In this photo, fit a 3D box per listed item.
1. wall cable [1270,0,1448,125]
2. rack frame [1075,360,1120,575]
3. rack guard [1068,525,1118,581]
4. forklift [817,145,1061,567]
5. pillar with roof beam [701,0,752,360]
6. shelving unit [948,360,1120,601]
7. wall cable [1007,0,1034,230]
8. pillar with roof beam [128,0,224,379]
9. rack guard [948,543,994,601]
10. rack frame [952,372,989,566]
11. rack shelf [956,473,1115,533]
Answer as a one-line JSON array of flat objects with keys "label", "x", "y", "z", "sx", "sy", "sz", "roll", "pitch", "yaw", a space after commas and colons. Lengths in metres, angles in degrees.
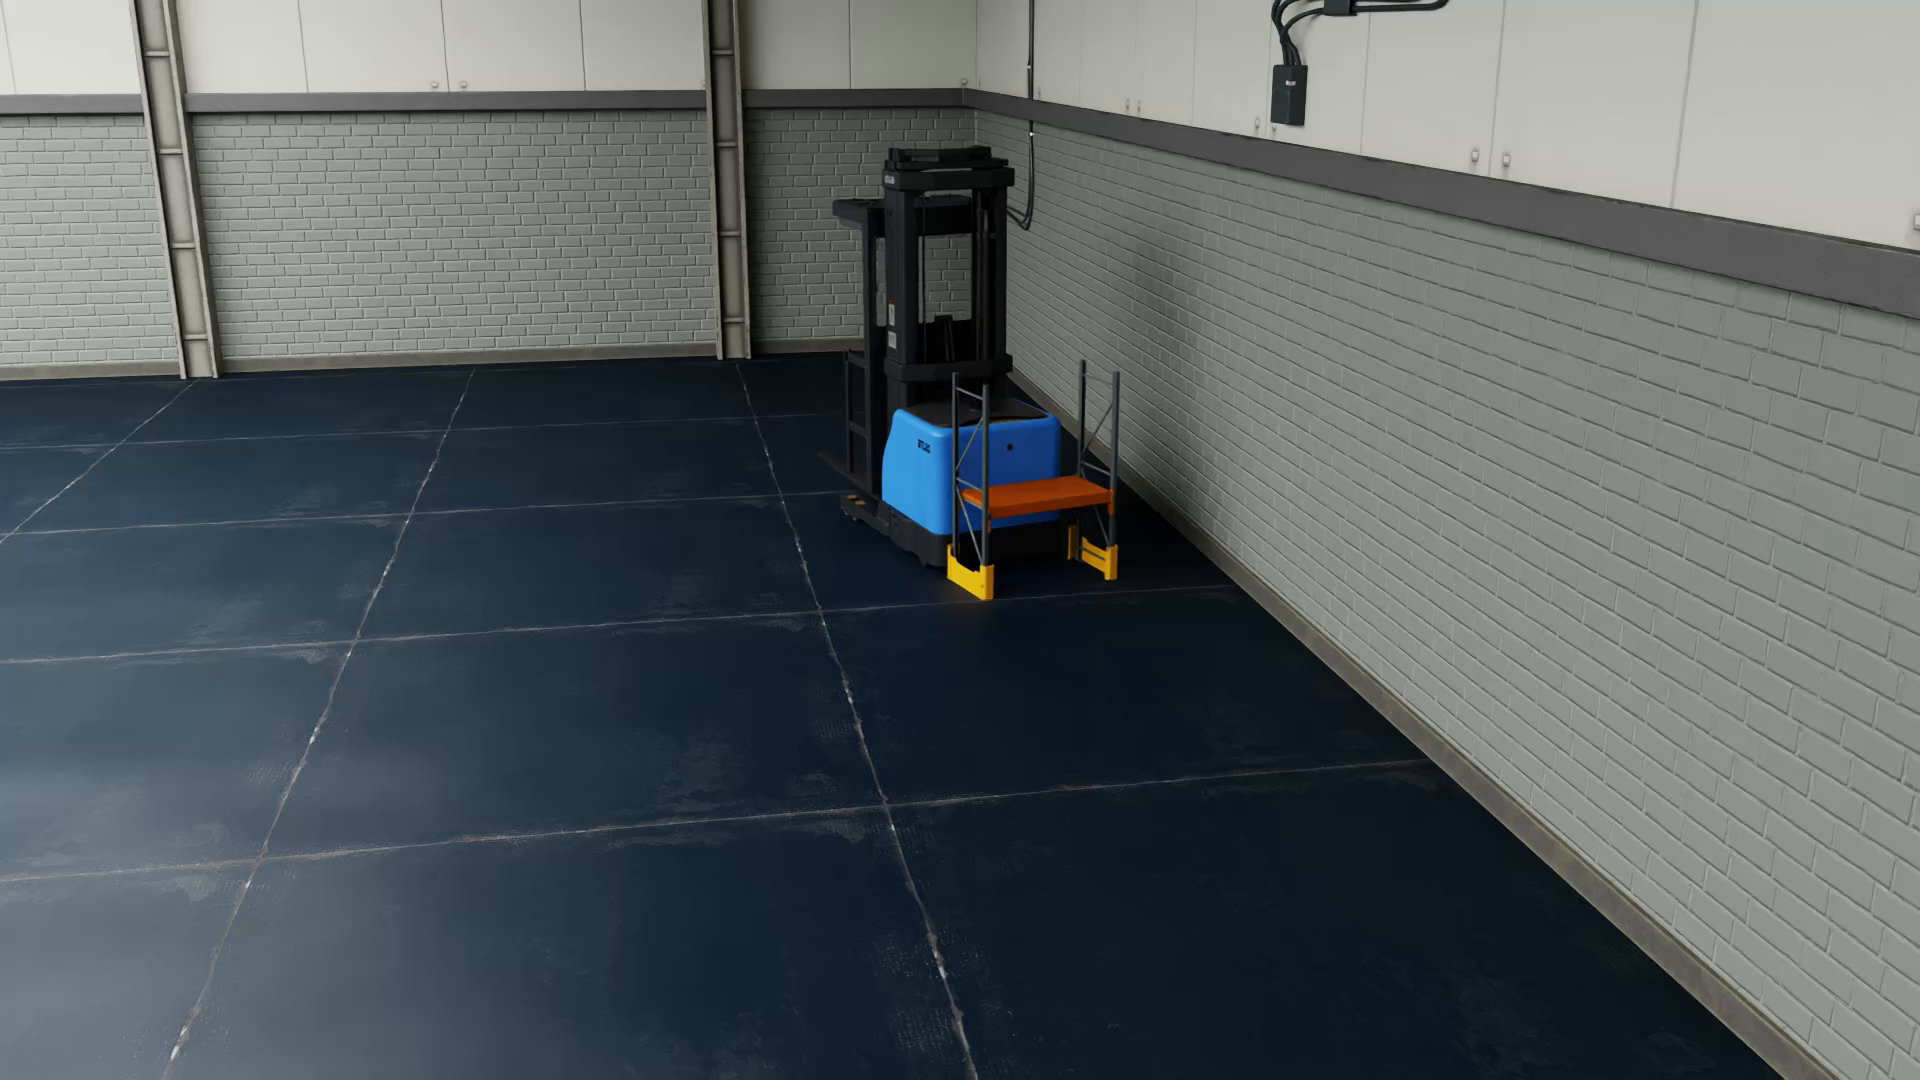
[{"label": "wall cable", "x": 2.213, "y": -5.177, "z": 8.548, "sx": 0.169, "sy": 6.003, "sz": 2.305, "roll": -3, "pitch": 17, "yaw": -10}, {"label": "rack frame", "x": 0.981, "y": -0.509, "z": 11.914, "sx": 0.032, "sy": 1.500, "sz": 0.500, "roll": -8, "pitch": 19, "yaw": -25}, {"label": "rack guard", "x": 0.964, "y": 0.091, "z": 12.089, "sx": 0.087, "sy": 0.250, "sz": 0.587, "roll": -8, "pitch": 19, "yaw": -25}, {"label": "forklift", "x": -0.320, "y": -1.595, "z": 13.014, "sx": 1.130, "sy": 2.935, "sz": 3.031, "roll": -8, "pitch": 19, "yaw": -23}, {"label": "pillar with roof beam", "x": -1.899, "y": -5.265, "z": 14.627, "sx": 0.400, "sy": 9.000, "sz": 9.100, "roll": -3, "pitch": 17, "yaw": -10}, {"label": "shelving unit", "x": 0.518, "y": -0.441, "z": 11.693, "sx": 1.083, "sy": 1.500, "sz": 0.587, "roll": -8, "pitch": 19, "yaw": -25}, {"label": "wall cable", "x": 0.428, "y": -4.805, "z": 18.416, "sx": 0.112, "sy": 2.526, "sz": 3.097, "roll": -3, "pitch": 17, "yaw": -10}, {"label": "pillar with roof beam", "x": -7.790, "y": -4.931, "z": 13.539, "sx": 0.400, "sy": 9.000, "sz": 9.100, "roll": -3, "pitch": 17, "yaw": -10}, {"label": "rack guard", "x": 0.073, "y": 0.222, "z": 11.664, "sx": 0.087, "sy": 0.250, "sz": 0.587, "roll": -8, "pitch": 19, "yaw": -25}, {"label": "rack frame", "x": 0.072, "y": -0.376, "z": 11.480, "sx": 0.032, "sy": 1.500, "sz": 0.500, "roll": -8, "pitch": 19, "yaw": -25}, {"label": "rack shelf", "x": 0.526, "y": -0.270, "z": 11.750, "sx": 1.000, "sy": 0.185, "sz": 0.538, "roll": -8, "pitch": 19, "yaw": -25}]
